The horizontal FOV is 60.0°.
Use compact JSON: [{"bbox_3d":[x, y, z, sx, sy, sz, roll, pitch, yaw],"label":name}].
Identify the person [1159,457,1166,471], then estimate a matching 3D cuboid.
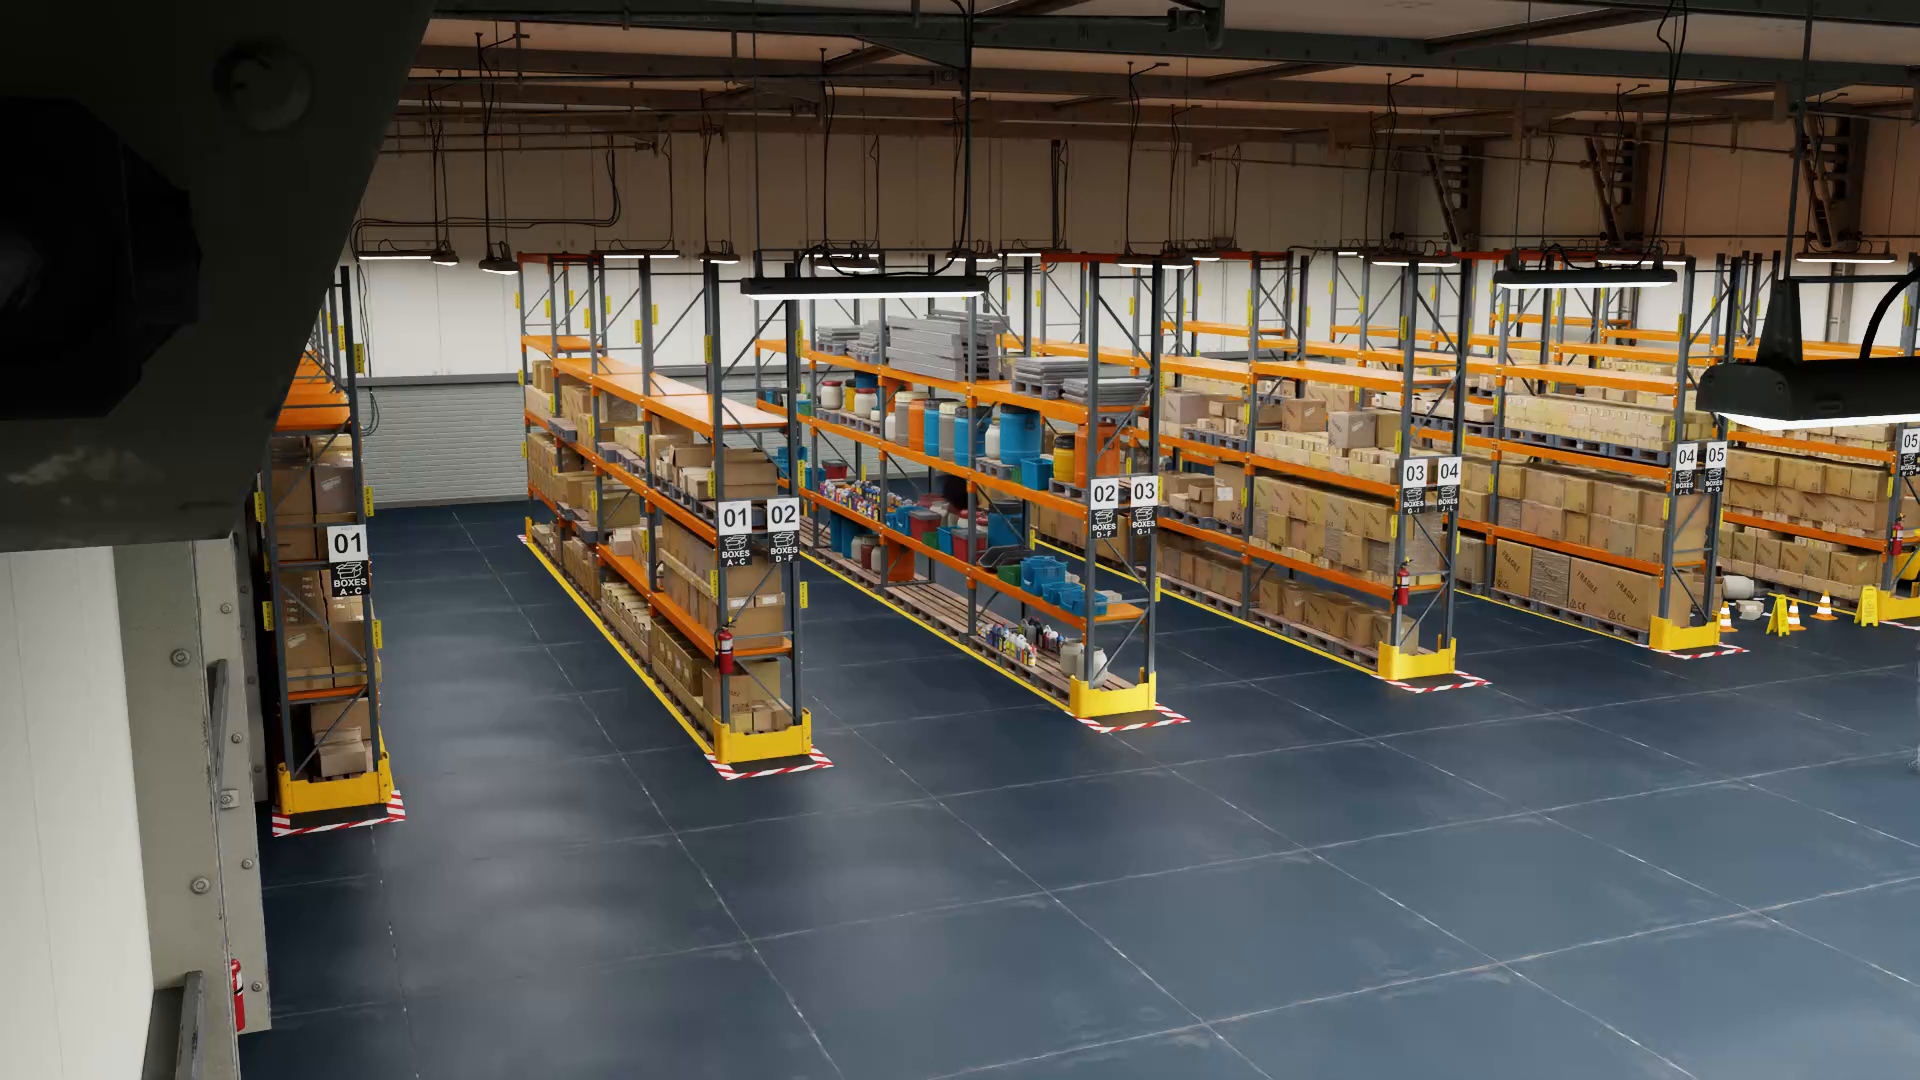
[{"bbox_3d":[4.419,-1.340,37.882,0.567,1.646,0.647,-3,11,-16],"label":"person"}]
